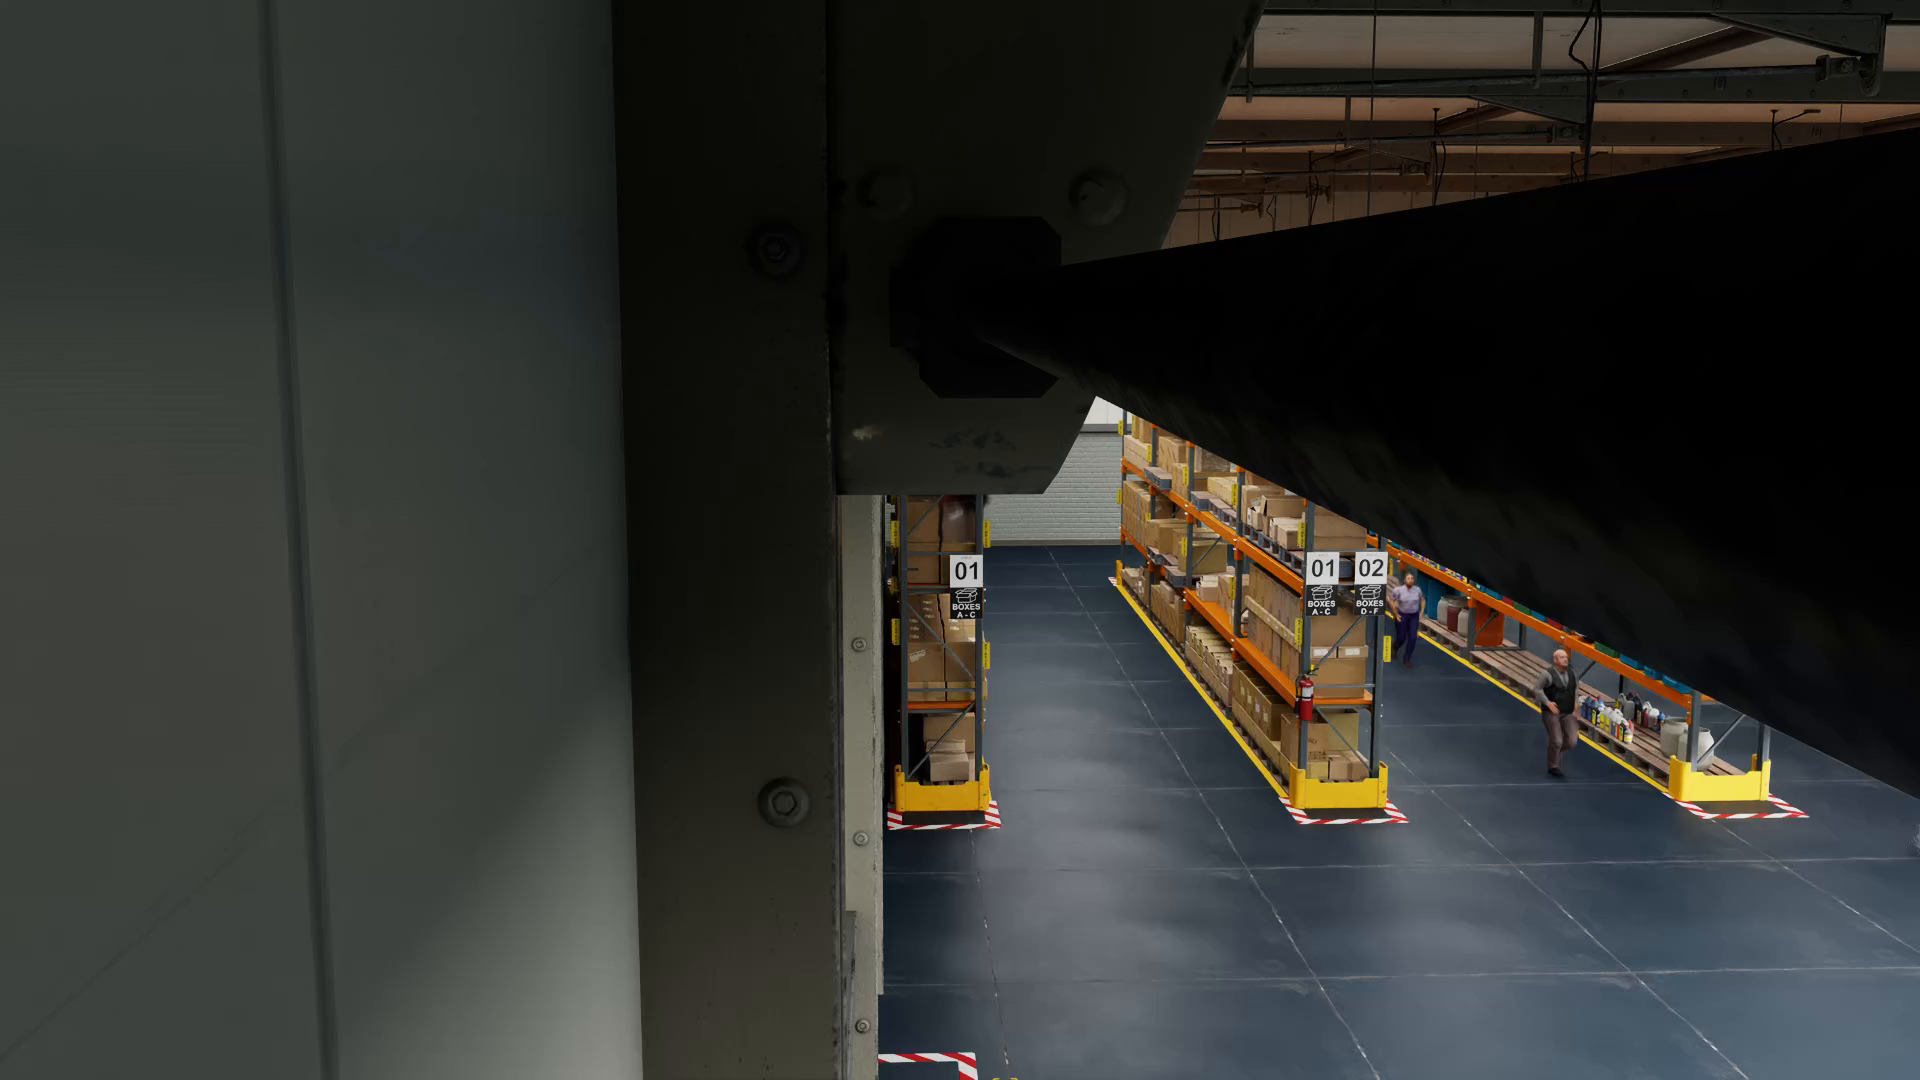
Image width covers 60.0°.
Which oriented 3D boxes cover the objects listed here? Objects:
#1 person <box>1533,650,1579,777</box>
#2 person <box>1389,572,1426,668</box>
[{"bbox_3d":[7.878,2.274,21.944,0.678,1.684,0.581,-2,9,-10],"label":"person"},{"bbox_3d":[7.671,1.348,28.536,0.626,1.625,0.553,0,8,-2],"label":"person"}]
